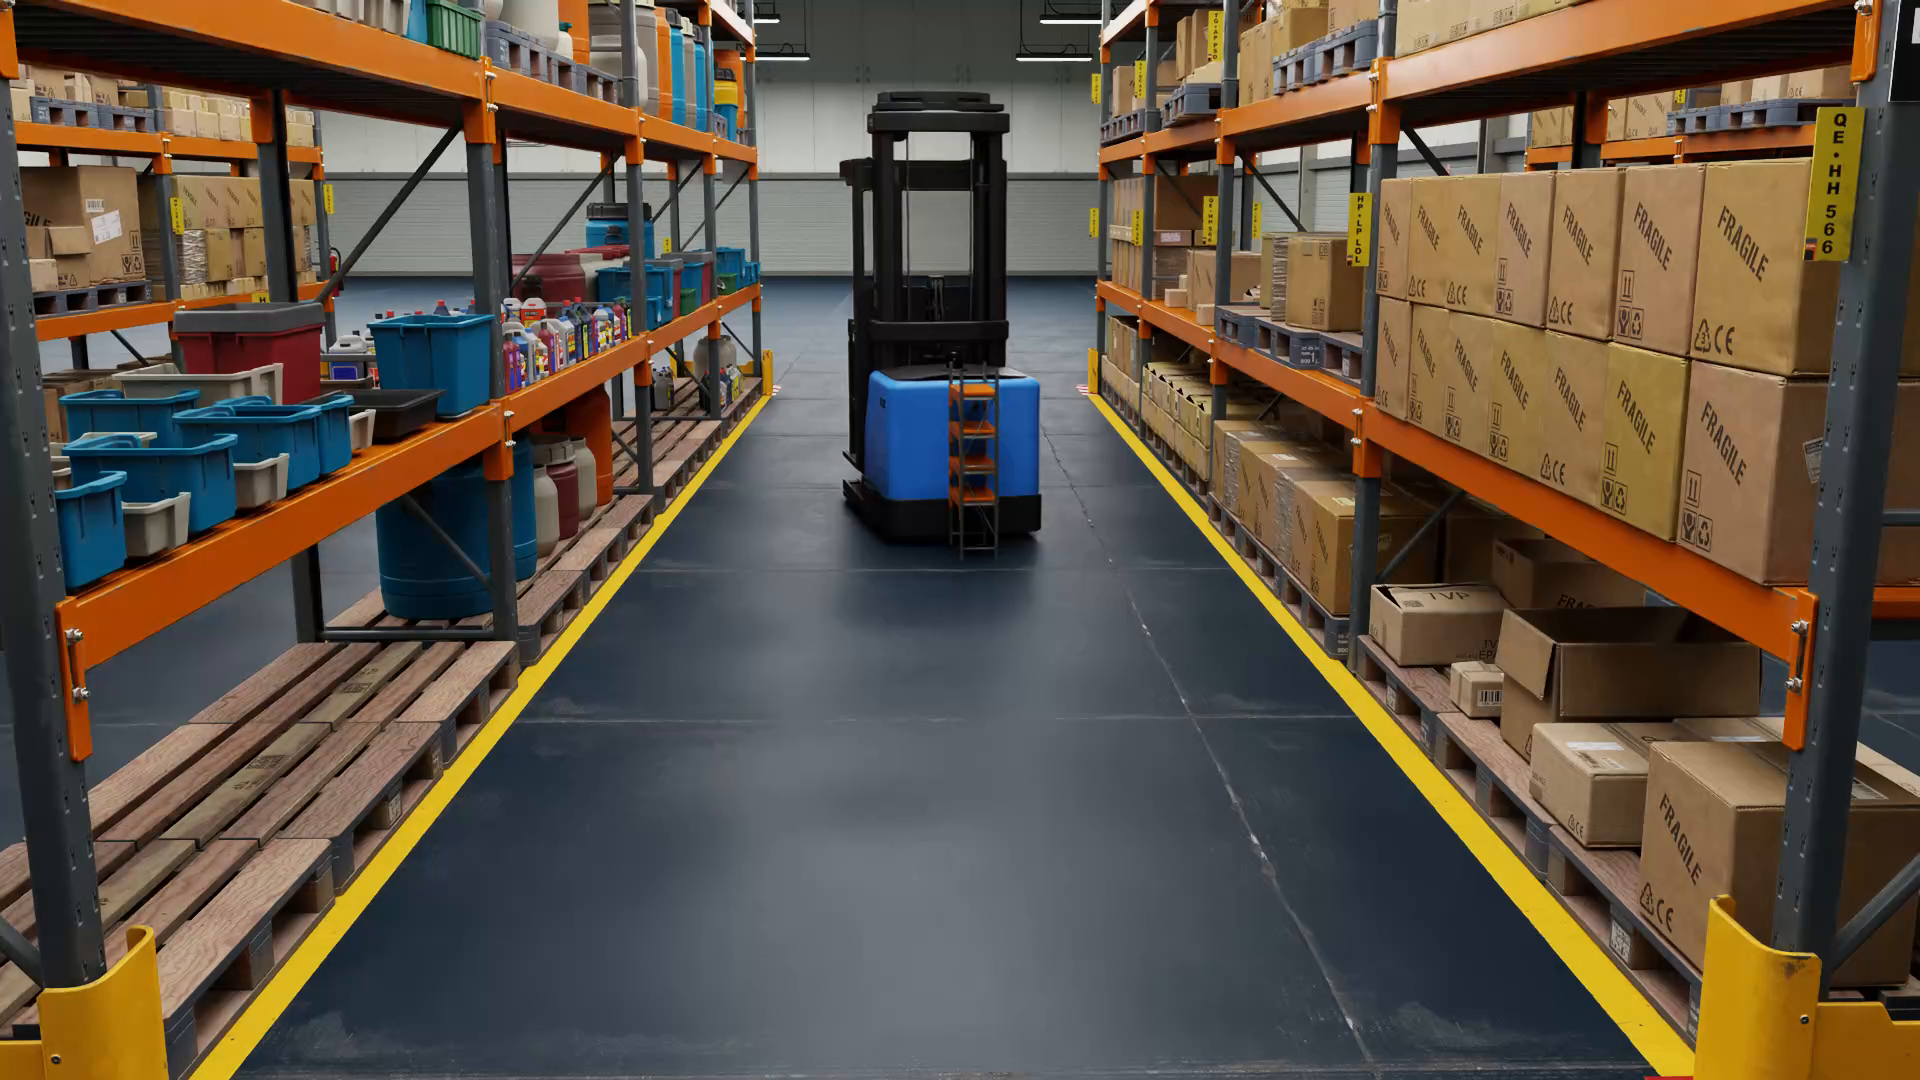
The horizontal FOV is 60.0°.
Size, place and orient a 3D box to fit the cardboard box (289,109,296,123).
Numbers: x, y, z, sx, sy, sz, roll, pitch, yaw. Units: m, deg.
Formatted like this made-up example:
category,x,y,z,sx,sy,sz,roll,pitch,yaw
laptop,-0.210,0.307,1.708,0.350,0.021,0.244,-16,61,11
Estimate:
category,x,y,z,sx,sy,sz,roll,pitch,yaw
cardboard box,-7.469,-4.617,18.103,0.380,0.149,0.250,-1,11,-4

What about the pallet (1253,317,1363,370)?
category,x,y,z,sx,sy,sz,roll,pitch,yaw
pallet,2.324,-1.154,9.687,1.003,0.211,1.213,0,11,-1

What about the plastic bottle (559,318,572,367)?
category,x,y,z,sx,sy,sz,roll,pitch,yaw
plastic bottle,-2.218,-1.104,9.280,0.097,0.271,0.097,0,11,0

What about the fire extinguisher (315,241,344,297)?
category,x,y,z,sx,sy,sz,roll,pitch,yaw
fire extinguisher,-7.332,-3.172,19.344,0.296,0.674,0.183,0,11,-1

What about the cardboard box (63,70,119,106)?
category,x,y,z,sx,sy,sz,roll,pitch,yaw
cardboard box,-7.797,-4.023,14.483,0.797,0.503,0.637,-1,11,-4

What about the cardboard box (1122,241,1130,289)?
category,x,y,z,sx,sy,sz,roll,pitch,yaw
cardboard box,2.131,-2.978,17.943,0.700,0.500,0.500,0,11,-1

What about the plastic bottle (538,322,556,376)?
category,x,y,z,sx,sy,sz,roll,pitch,yaw
plastic bottle,-2.190,-1.014,8.807,0.061,0.283,0.133,0,11,-1

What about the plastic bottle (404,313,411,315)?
category,x,y,z,sx,sy,sz,roll,pitch,yaw
plastic bottle,-2.792,-0.978,8.459,0.144,0.351,0.185,0,11,-1

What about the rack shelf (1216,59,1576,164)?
category,x,y,z,sx,sy,sz,roll,pitch,yaw
rack shelf,2.321,-2.355,9.387,1.077,0.370,4.000,0,11,-1

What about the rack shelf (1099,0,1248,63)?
category,x,y,z,sx,sy,sz,roll,pitch,yaw
rack shelf,2.155,-5.219,16.967,1.077,0.370,4.000,0,11,-1

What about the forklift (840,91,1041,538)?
category,x,y,z,sx,sy,sz,roll,pitch,yaw
forklift,-0.264,-1.699,12.064,1.130,2.935,3.031,-2,12,-12

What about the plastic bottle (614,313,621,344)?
category,x,y,z,sx,sy,sz,roll,pitch,yaw
plastic bottle,-2.249,-1.370,10.769,0.097,0.201,0.097,0,11,0

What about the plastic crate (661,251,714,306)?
category,x,y,z,sx,sy,sz,roll,pitch,yaw
plastic crate,-2.440,-2.347,14.921,0.402,0.464,0.583,0,11,-1

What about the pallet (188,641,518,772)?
category,x,y,z,sx,sy,sz,roll,pitch,yaw
pallet,-2.536,0.692,7.115,1.003,0.211,1.213,0,11,-1

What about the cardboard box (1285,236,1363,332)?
category,x,y,z,sx,sy,sz,roll,pitch,yaw
cardboard box,2.264,-1.446,9.332,0.700,0.500,0.500,-3,12,-16

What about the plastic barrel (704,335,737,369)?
category,x,y,z,sx,sy,sz,roll,pitch,yaw
plastic barrel,-2.748,-2.062,18.878,0.421,0.512,0.421,0,11,0

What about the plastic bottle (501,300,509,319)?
category,x,y,z,sx,sy,sz,roll,pitch,yaw
plastic bottle,-3.012,-1.442,10.945,0.097,0.271,0.097,0,11,0

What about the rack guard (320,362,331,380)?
category,x,y,z,sx,sy,sz,roll,pitch,yaw
rack guard,-7.789,-1.945,19.389,1.175,0.500,0.348,0,11,-1

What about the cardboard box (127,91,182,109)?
category,x,y,z,sx,sy,sz,roll,pitch,yaw
cardboard box,-7.406,-4.048,15.297,0.380,0.149,0.250,-1,11,-3

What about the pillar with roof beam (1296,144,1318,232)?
category,x,y,z,sx,sy,sz,roll,pitch,yaw
pillar with roof beam,3.270,-9.611,35.801,9.100,9.000,0.548,0,11,-1

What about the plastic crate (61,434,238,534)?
category,x,y,z,sx,sy,sz,roll,pitch,yaw
plastic crate,-2.197,-0.154,4.542,0.416,0.233,0.300,0,11,-1

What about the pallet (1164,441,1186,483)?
category,x,y,z,sx,sy,sz,roll,pitch,yaw
pallet,2.279,-0.674,13.851,1.003,0.211,1.213,0,11,-1

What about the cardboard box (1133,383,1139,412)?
category,x,y,z,sx,sy,sz,roll,pitch,yaw
cardboard box,1.969,-1.380,16.174,0.500,0.250,0.500,0,11,-1

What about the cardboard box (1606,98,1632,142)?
category,x,y,z,sx,sy,sz,roll,pitch,yaw
cardboard box,6.845,-4.290,16.814,0.500,0.500,0.500,-1,11,-3

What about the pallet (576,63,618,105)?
category,x,y,z,sx,sy,sz,roll,pitch,yaw
pallet,-2.755,-2.840,10.446,1.003,0.211,1.213,0,11,-1

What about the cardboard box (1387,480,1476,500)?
category,x,y,z,sx,sy,sz,roll,pitch,yaw
cardboard box,2.573,-0.033,8.860,0.500,0.500,0.500,0,11,0

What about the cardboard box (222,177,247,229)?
category,x,y,z,sx,sy,sz,roll,pitch,yaw
cardboard box,-7.484,-3.364,16.583,0.500,0.500,0.500,0,11,-1

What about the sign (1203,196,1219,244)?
category,x,y,z,sx,sy,sz,roll,pitch,yaw
sign,1.724,-2.199,11.444,0.100,0.325,0.005,0,11,-1

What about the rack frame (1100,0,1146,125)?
category,x,y,z,sx,sy,sz,roll,pitch,yaw
rack frame,2.114,-6.165,18.816,1.000,3.000,0.127,0,11,-1

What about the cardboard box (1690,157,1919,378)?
category,x,y,z,sx,sy,sz,roll,pitch,yaw
cardboard box,2.160,-0.671,4.056,0.500,0.500,0.500,0,11,-2

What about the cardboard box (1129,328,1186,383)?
category,x,y,z,sx,sy,sz,roll,pitch,yaw
cardboard box,1.970,-1.847,16.590,0.500,0.500,0.500,0,11,-1

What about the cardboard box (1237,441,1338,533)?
category,x,y,z,sx,sy,sz,roll,pitch,yaw
cardboard box,2.025,-0.330,10.322,0.500,0.500,0.500,0,11,-2

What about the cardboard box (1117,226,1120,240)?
category,x,y,z,sx,sy,sz,roll,pitch,yaw
cardboard box,1.922,-3.361,18.198,0.380,0.149,0.250,0,11,-2

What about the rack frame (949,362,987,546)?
category,x,y,z,sx,sy,sz,roll,pitch,yaw
rack frame,0.051,-0.552,10.760,0.240,1.200,0.015,-2,12,-8

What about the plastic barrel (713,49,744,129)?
category,x,y,z,sx,sy,sz,roll,pitch,yaw
plastic barrel,-2.701,-4.996,18.459,0.600,0.830,0.708,0,11,-1

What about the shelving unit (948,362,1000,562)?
category,x,y,z,sx,sy,sz,roll,pitch,yaw
shelving unit,0.085,-0.503,10.523,0.258,1.200,0.503,-2,12,-8

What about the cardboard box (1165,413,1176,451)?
category,x,y,z,sx,sy,sz,roll,pitch,yaw
cardboard box,1.989,-0.901,13.817,0.500,0.250,0.500,0,11,0

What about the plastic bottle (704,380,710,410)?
category,x,y,z,sx,sy,sz,roll,pitch,yaw
plastic bottle,-2.465,-1.424,16.257,0.061,0.283,0.133,0,11,-1

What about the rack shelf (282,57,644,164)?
category,x,y,z,sx,sy,sz,roll,pitch,yaw
rack shelf,-2.632,-2.335,9.290,1.077,0.370,4.000,0,11,-1

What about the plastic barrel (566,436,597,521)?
category,x,y,z,sx,sy,sz,roll,pitch,yaw
plastic barrel,-2.545,-0.393,10.652,0.421,0.512,0.421,0,11,0

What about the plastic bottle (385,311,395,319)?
category,x,y,z,sx,sy,sz,roll,pitch,yaw
plastic bottle,-2.940,-1.014,8.637,0.144,0.351,0.185,0,11,-1

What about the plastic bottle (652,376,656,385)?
category,x,y,z,sx,sy,sz,roll,pitch,yaw
plastic bottle,-3.061,-1.493,16.429,0.144,0.351,0.185,-1,11,-4

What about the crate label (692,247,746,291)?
category,x,y,z,sx,sy,sz,roll,pitch,yaw
crate label,-2.530,-2.858,17.514,0.502,0.435,0.616,0,11,-1

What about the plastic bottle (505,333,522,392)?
category,x,y,z,sx,sy,sz,roll,pitch,yaw
plastic bottle,-2.174,-0.864,8.068,0.061,0.283,0.133,0,11,-1

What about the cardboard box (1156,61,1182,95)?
category,x,y,z,sx,sy,sz,roll,pitch,yaw
cardboard box,2.289,-4.553,16.745,0.797,0.503,0.637,1,12,5

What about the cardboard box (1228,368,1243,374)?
category,x,y,z,sx,sy,sz,roll,pitch,yaw
cardboard box,2.509,-1.380,14.768,0.500,0.311,0.500,0,11,0

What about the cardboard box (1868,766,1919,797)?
category,x,y,z,sx,sy,sz,roll,pitch,yaw
cardboard box,2.707,0.879,4.993,0.500,0.250,0.500,0,11,-1

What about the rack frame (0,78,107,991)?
category,x,y,z,sx,sy,sz,roll,pitch,yaw
rack frame,-2.511,-0.025,3.638,0.949,2.616,0.053,0,11,-1

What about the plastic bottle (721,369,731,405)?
category,x,y,z,sx,sy,sz,roll,pitch,yaw
plastic bottle,-2.361,-1.528,16.600,0.144,0.351,0.185,-1,11,-4

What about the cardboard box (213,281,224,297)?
category,x,y,z,sx,sy,sz,roll,pitch,yaw
cardboard box,-7.451,-2.460,16.272,0.380,0.149,0.250,0,11,-1

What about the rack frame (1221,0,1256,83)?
category,x,y,z,sx,sy,sz,roll,pitch,yaw
rack frame,2.279,-4.575,10.977,1.000,3.000,0.127,0,11,-1

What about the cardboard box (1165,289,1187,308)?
category,x,y,z,sx,sy,sz,roll,pitch,yaw
cardboard box,2.011,-2.130,14.645,0.380,0.149,0.250,0,11,-1

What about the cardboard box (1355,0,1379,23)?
category,x,y,z,sx,sy,sz,roll,pitch,yaw
cardboard box,2.389,-2.847,8.444,0.600,0.600,0.600,0,11,-2

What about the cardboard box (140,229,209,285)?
category,x,y,z,sx,sy,sz,roll,pitch,yaw
cardboard box,-7.655,-2.675,15.698,0.875,0.500,0.500,0,11,-1

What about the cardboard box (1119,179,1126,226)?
category,x,y,z,sx,sy,sz,roll,pitch,yaw
cardboard box,2.128,-3.702,18.248,0.700,0.500,0.500,-1,11,-3

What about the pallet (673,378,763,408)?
category,x,y,z,sx,sy,sz,roll,pitch,yaw
pallet,-2.778,-1.663,18.723,1.003,0.211,1.213,0,11,-1

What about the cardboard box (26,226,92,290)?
category,x,y,z,sx,sy,sz,roll,pitch,yaw
cardboard box,-7.579,-2.302,13.547,0.797,0.503,0.637,1,12,5

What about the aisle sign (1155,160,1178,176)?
category,x,y,z,sx,sy,sz,roll,pitch,yaw
aisle sign,2.406,-4.513,19.224,0.394,0.787,0.004,0,11,-1
